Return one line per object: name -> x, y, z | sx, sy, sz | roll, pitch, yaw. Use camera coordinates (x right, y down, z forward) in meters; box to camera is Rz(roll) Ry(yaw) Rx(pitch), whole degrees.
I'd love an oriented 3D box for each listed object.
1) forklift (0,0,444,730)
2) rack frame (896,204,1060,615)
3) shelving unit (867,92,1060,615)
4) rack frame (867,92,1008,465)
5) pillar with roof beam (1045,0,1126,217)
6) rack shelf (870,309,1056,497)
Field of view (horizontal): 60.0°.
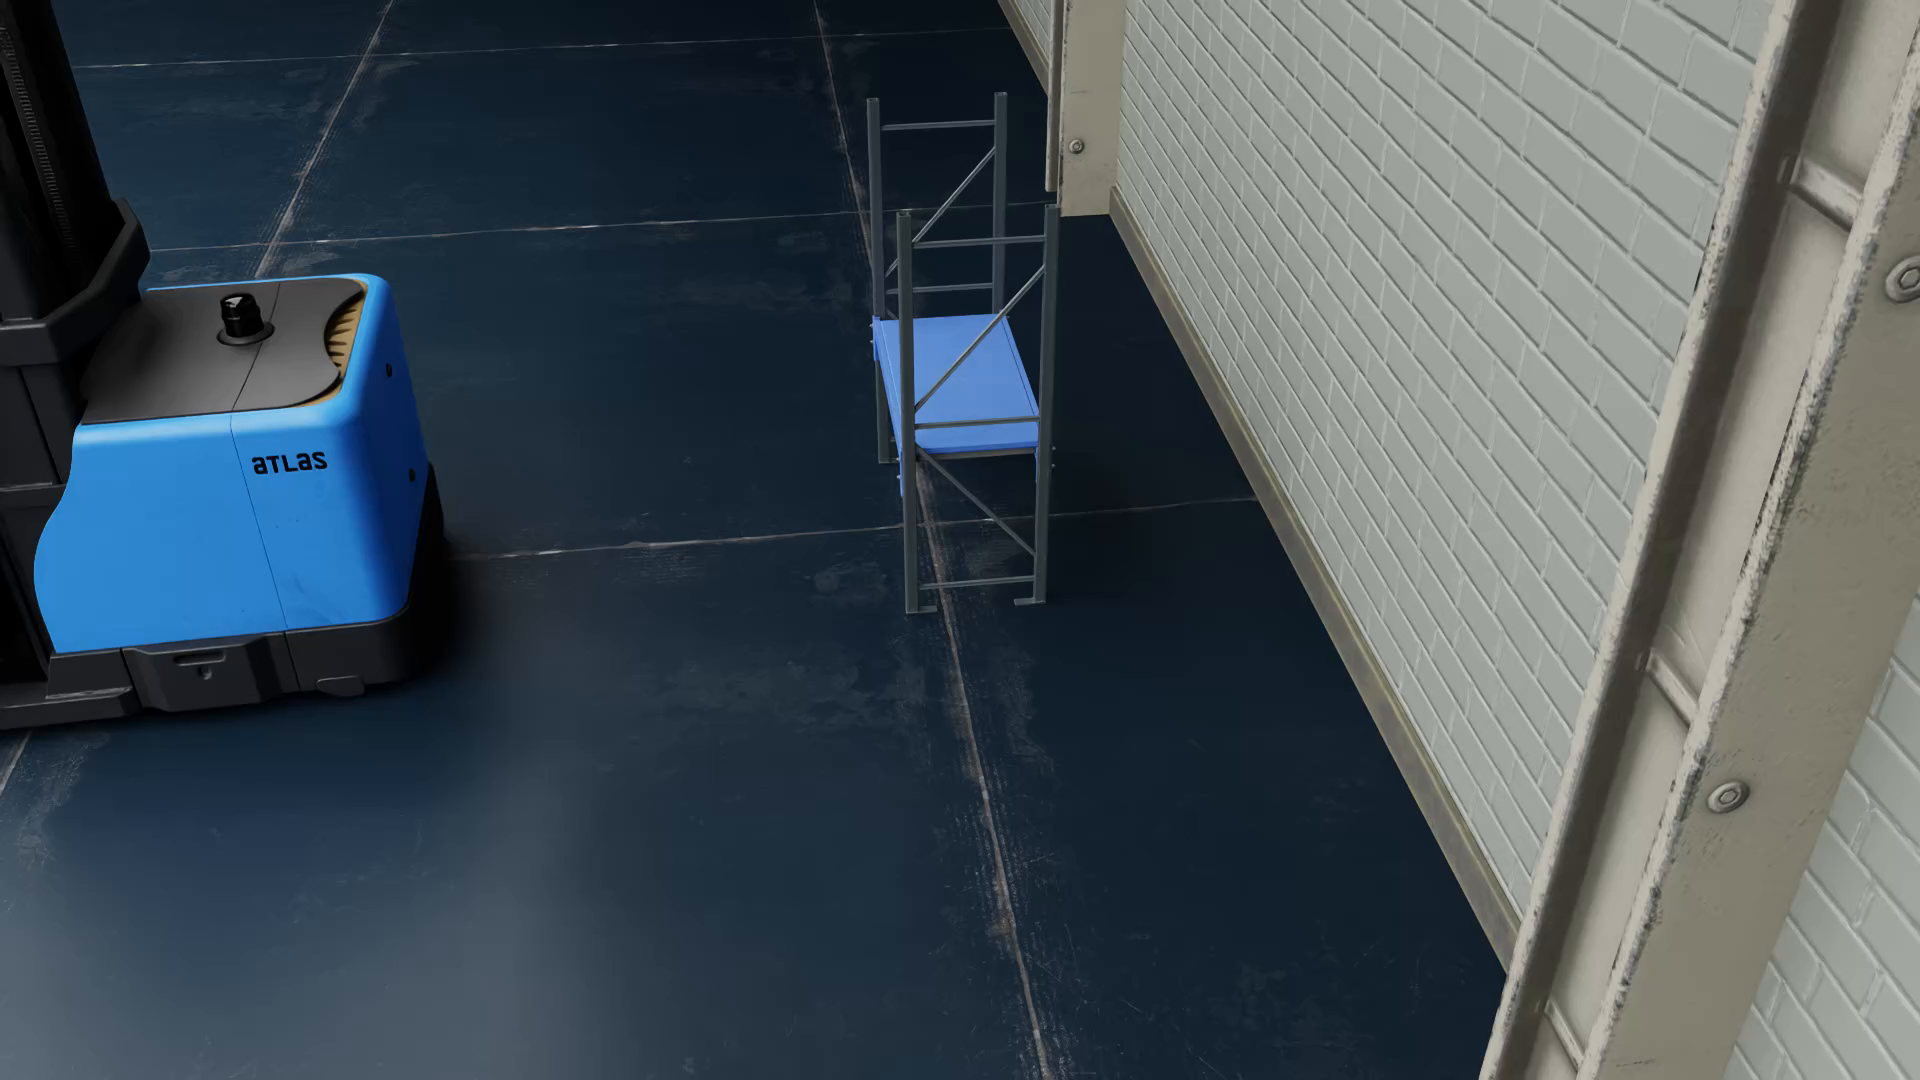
forklift -> -3.349, -0.839, 4.879 | 3.031, 2.935, 1.130 | -6, 35, -8
rack frame -> 0.057, -0.384, 5.481 | 0.500, 1.500, 0.032 | -4, 35, -6
shelving unit -> -0.011, -0.667, 5.897 | 0.538, 1.500, 1.048 | -4, 35, -6
rack frame -> -0.080, -0.951, 6.314 | 0.500, 1.500, 0.032 | -4, 35, -6
pillar with roof beam -> -3.622, -5.216, 5.913 | 9.100, 9.000, 0.400 | -4, 35, -6
rack shelf -> -0.011, -0.519, 5.999 | 0.538, 0.185, 1.000 | -4, 35, -6
